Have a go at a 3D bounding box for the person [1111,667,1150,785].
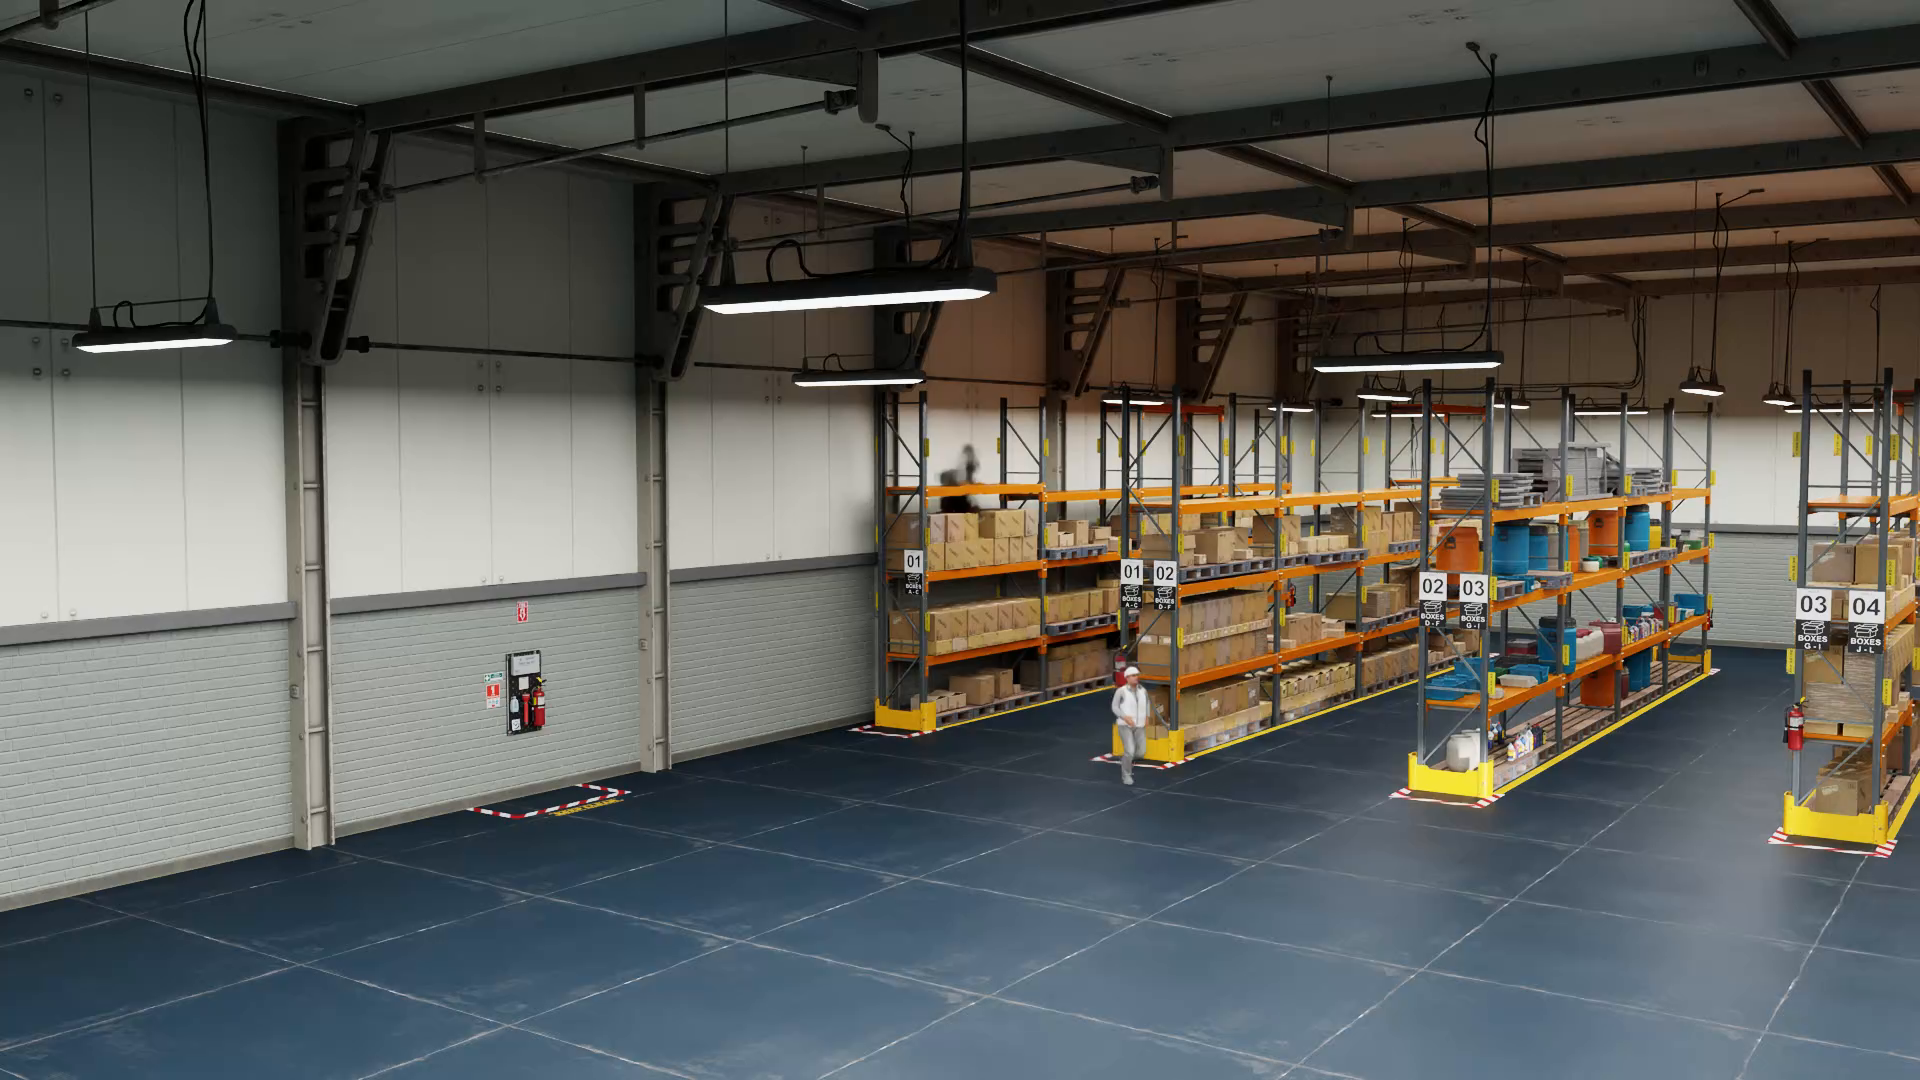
[{"bbox_3d":[2.573,2.758,24.858,0.698,1.743,0.611,-1,3,-24],"label":"person"}]
